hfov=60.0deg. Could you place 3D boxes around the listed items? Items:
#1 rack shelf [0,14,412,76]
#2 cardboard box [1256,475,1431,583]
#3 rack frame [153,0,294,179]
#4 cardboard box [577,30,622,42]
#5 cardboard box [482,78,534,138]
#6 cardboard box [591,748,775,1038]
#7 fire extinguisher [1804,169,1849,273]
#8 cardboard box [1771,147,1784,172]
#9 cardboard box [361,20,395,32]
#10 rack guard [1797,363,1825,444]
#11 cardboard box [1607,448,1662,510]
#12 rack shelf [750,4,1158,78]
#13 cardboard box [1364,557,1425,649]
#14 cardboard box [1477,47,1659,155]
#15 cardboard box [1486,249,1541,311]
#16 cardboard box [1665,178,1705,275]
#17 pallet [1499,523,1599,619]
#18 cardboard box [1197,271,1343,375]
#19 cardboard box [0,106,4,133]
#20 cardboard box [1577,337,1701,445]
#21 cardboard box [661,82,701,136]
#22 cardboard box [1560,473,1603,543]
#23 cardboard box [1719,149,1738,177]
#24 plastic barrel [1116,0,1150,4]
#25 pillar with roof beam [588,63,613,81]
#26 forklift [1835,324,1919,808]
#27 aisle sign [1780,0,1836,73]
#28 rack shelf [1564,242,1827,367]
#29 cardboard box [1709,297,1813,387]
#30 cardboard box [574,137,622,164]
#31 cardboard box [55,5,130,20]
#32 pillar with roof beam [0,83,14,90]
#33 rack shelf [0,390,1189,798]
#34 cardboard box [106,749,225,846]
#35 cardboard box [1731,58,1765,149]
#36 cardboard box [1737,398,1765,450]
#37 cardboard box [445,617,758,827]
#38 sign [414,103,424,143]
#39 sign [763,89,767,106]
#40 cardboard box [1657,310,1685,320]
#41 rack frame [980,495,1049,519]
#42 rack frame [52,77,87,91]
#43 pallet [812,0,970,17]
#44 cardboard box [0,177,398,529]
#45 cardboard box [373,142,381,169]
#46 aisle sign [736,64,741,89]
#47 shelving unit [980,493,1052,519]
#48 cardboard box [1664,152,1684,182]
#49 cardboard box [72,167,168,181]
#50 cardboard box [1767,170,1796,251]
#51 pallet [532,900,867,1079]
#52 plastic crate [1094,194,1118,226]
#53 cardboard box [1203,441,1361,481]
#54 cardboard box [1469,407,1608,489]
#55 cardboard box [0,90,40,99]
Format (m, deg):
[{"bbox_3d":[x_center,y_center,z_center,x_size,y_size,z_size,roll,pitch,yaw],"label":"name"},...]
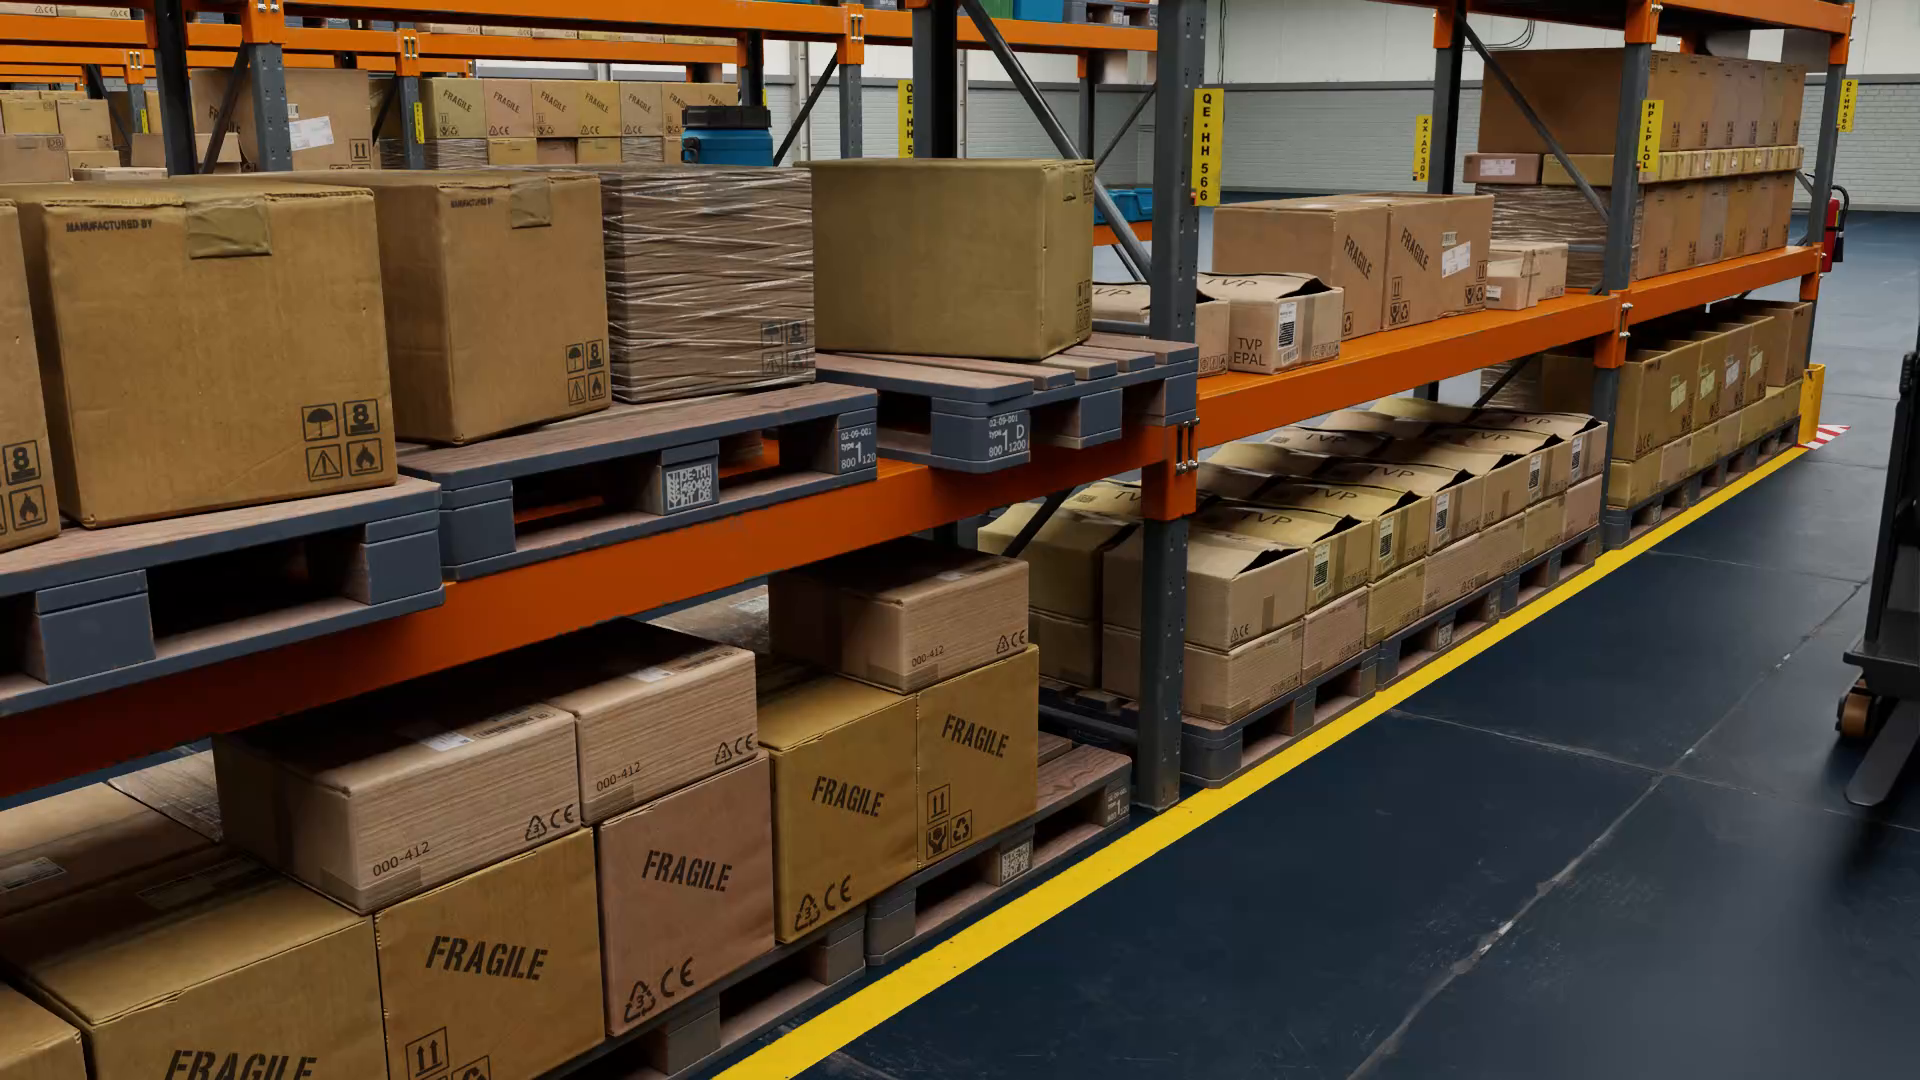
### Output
[{"bbox_3d":[-6.172,-3.700,12.465,1.077,0.370,4.000,11,18,38],"label":"rack shelf"},{"bbox_3d":[1.477,-0.075,6.418,0.500,0.311,0.500,11,18,36],"label":"cardboard box"},{"bbox_3d":[-3.577,-1.445,8.221,1.000,3.000,0.127,11,18,38],"label":"rack frame"},{"bbox_3d":[-3.459,-4.703,15.258,0.500,0.250,0.500,11,18,37],"label":"cardboard box"},{"bbox_3d":[-4.121,-3.798,14.643,0.500,0.500,0.500,11,18,38],"label":"cardboard box"},{"bbox_3d":[-0.782,0.736,3.817,0.500,0.500,0.500,10,18,35],"label":"cardboard box"},{"bbox_3d":[5.737,-2.124,11.047,0.296,0.674,0.183,11,18,38],"label":"fire extinguisher"},{"bbox_3d":[4.886,-2.371,10.344,0.380,0.149,0.250,11,18,37],"label":"cardboard box"},{"bbox_3d":[-4.832,-4.487,14.405,0.500,0.250,0.500,12,19,40],"label":"cardboard box"},{"bbox_3d":[5.317,-1.003,11.557,1.175,0.500,0.348,11,18,38],"label":"rack guard"},{"bbox_3d":[3.315,-0.357,8.668,0.500,0.250,0.500,11,18,38],"label":"cardboard box"},{"bbox_3d":[0.194,-3.700,12.463,1.077,0.370,4.000,11,18,38],"label":"rack shelf"},{"bbox_3d":[1.469,0.199,6.478,0.500,0.250,0.500,11,18,36],"label":"cardboard box"},{"bbox_3d":[3.062,-2.207,8.382,0.700,0.500,0.500,11,18,38],"label":"cardboard box"},{"bbox_3d":[2.378,-1.182,7.458,0.396,0.266,0.258,11,18,36],"label":"cardboard box"},{"bbox_3d":[3.707,-1.776,9.319,0.700,0.500,0.500,12,18,38],"label":"cardboard box"},{"bbox_3d":[2.355,0.054,7.980,1.003,0.211,1.213,11,18,38],"label":"pallet"},{"bbox_3d":[0.987,-0.776,5.768,0.500,0.311,0.500,11,18,37],"label":"cardboard box"},{"bbox_3d":[-9.656,-4.006,16.068,0.700,0.500,0.500,11,18,38],"label":"cardboard box"},{"bbox_3d":[3.631,-0.816,8.951,0.500,0.500,0.500,11,18,38],"label":"cardboard box"},{"bbox_3d":[-2.864,-4.181,16.151,0.500,0.500,0.500,11,18,38],"label":"cardboard box"},{"bbox_3d":[2.753,-0.191,8.014,0.500,0.250,0.500,11,18,37],"label":"cardboard box"},{"bbox_3d":[4.237,-2.173,9.564,0.380,0.149,0.250,11,18,37],"label":"cardboard box"},{"bbox_3d":[1.245,-4.730,13.334,0.600,0.830,0.708,11,18,38],"label":"plastic barrel"},{"bbox_3d":[-4.220,-10.591,32.036,9.100,9.000,0.400,11,18,38],"label":"pillar with roof beam"},{"bbox_3d":[3.726,-0.703,5.436,1.130,2.935,3.031,11,18,36],"label":"forklift"},{"bbox_3d":[5.572,-3.437,10.782,0.394,0.787,0.004,11,18,38],"label":"aisle sign"},{"bbox_3d":[4.045,-1.479,9.812,1.077,0.370,4.000,11,18,38],"label":"rack shelf"},{"bbox_3d":[5.196,-1.296,10.840,0.500,0.500,0.500,11,18,38],"label":"cardboard box"},{"bbox_3d":[-3.660,-3.538,15.651,0.875,0.500,0.500,11,18,38],"label":"cardboard box"},{"bbox_3d":[-6.297,-3.842,11.866,0.500,0.250,0.500,12,18,39],"label":"cardboard box"},{"bbox_3d":[-11.762,-8.293,22.989,9.100,9.000,0.400,11,18,38],"label":"pillar with roof beam"},{"bbox_3d":[-0.983,0.053,3.781,1.077,0.370,4.000,11,18,38],"label":"rack shelf"},{"bbox_3d":[-1.520,0.758,3.731,0.500,0.500,0.500,12,18,38],"label":"cardboard box"},{"bbox_3d":[4.323,-2.592,9.895,0.700,0.500,0.500,11,18,38],"label":"cardboard box"},{"bbox_3d":[4.577,-0.739,10.172,0.500,0.250,0.500,11,18,38],"label":"cardboard box"},{"bbox_3d":[-0.803,0.380,3.695,0.500,0.250,0.500,11,18,36],"label":"cardboard box"},{"bbox_3d":[-4.481,-3.454,13.775,0.100,0.325,0.005,11,18,38],"label":"sign"},{"bbox_3d":[-1.982,-4.369,16.734,0.100,0.325,0.005,11,18,38],"label":"sign"},{"bbox_3d":[4.175,-1.183,10.394,0.500,0.500,0.500,11,18,38],"label":"cardboard box"},{"bbox_3d":[0.315,-0.641,8.863,0.500,1.125,0.032,11,18,38],"label":"rack frame"},{"bbox_3d":[-13.972,-6.045,26.326,1.000,3.000,0.127,11,18,38],"label":"rack frame"},{"bbox_3d":[-0.685,-3.727,11.493,1.213,0.211,1.003,11,18,38],"label":"pallet"},{"bbox_3d":[-1.386,-0.362,2.899,0.500,0.500,0.700,-12,19,-40],"label":"cardboard box"},{"bbox_3d":[-7.172,-4.329,19.267,0.875,0.550,0.550,11,18,38],"label":"cardboard box"},{"bbox_3d":[-2.129,-4.969,16.813,0.394,0.787,0.004,11,18,38],"label":"aisle sign"},{"bbox_3d":[-0.004,-0.544,8.479,0.538,1.125,1.048,11,18,38],"label":"shelving unit"},{"bbox_3d":[3.590,-1.977,8.792,0.380,0.149,0.250,11,18,37],"label":"cardboard box"},{"bbox_3d":[-6.197,-2.628,12.328,0.500,0.250,0.500,11,18,36],"label":"cardboard box"},{"bbox_3d":[4.998,-2.171,10.875,0.700,0.500,0.500,11,18,38],"label":"cardboard box"},{"bbox_3d":[-0.992,1.043,4.088,1.003,0.211,1.213,11,18,38],"label":"pallet"},{"bbox_3d":[0.957,-2.640,13.224,0.499,0.251,0.408,11,18,38],"label":"plastic crate"},{"bbox_3d":[1.369,-0.252,7.114,0.500,0.311,0.500,12,18,39],"label":"cardboard box"},{"bbox_3d":[2.756,-0.465,7.954,0.500,0.311,0.500,11,18,38],"label":"cardboard box"},{"bbox_3d":[-11.840,-5.334,20.689,0.700,0.500,0.500,11,18,38],"label":"cardboard box"}]
